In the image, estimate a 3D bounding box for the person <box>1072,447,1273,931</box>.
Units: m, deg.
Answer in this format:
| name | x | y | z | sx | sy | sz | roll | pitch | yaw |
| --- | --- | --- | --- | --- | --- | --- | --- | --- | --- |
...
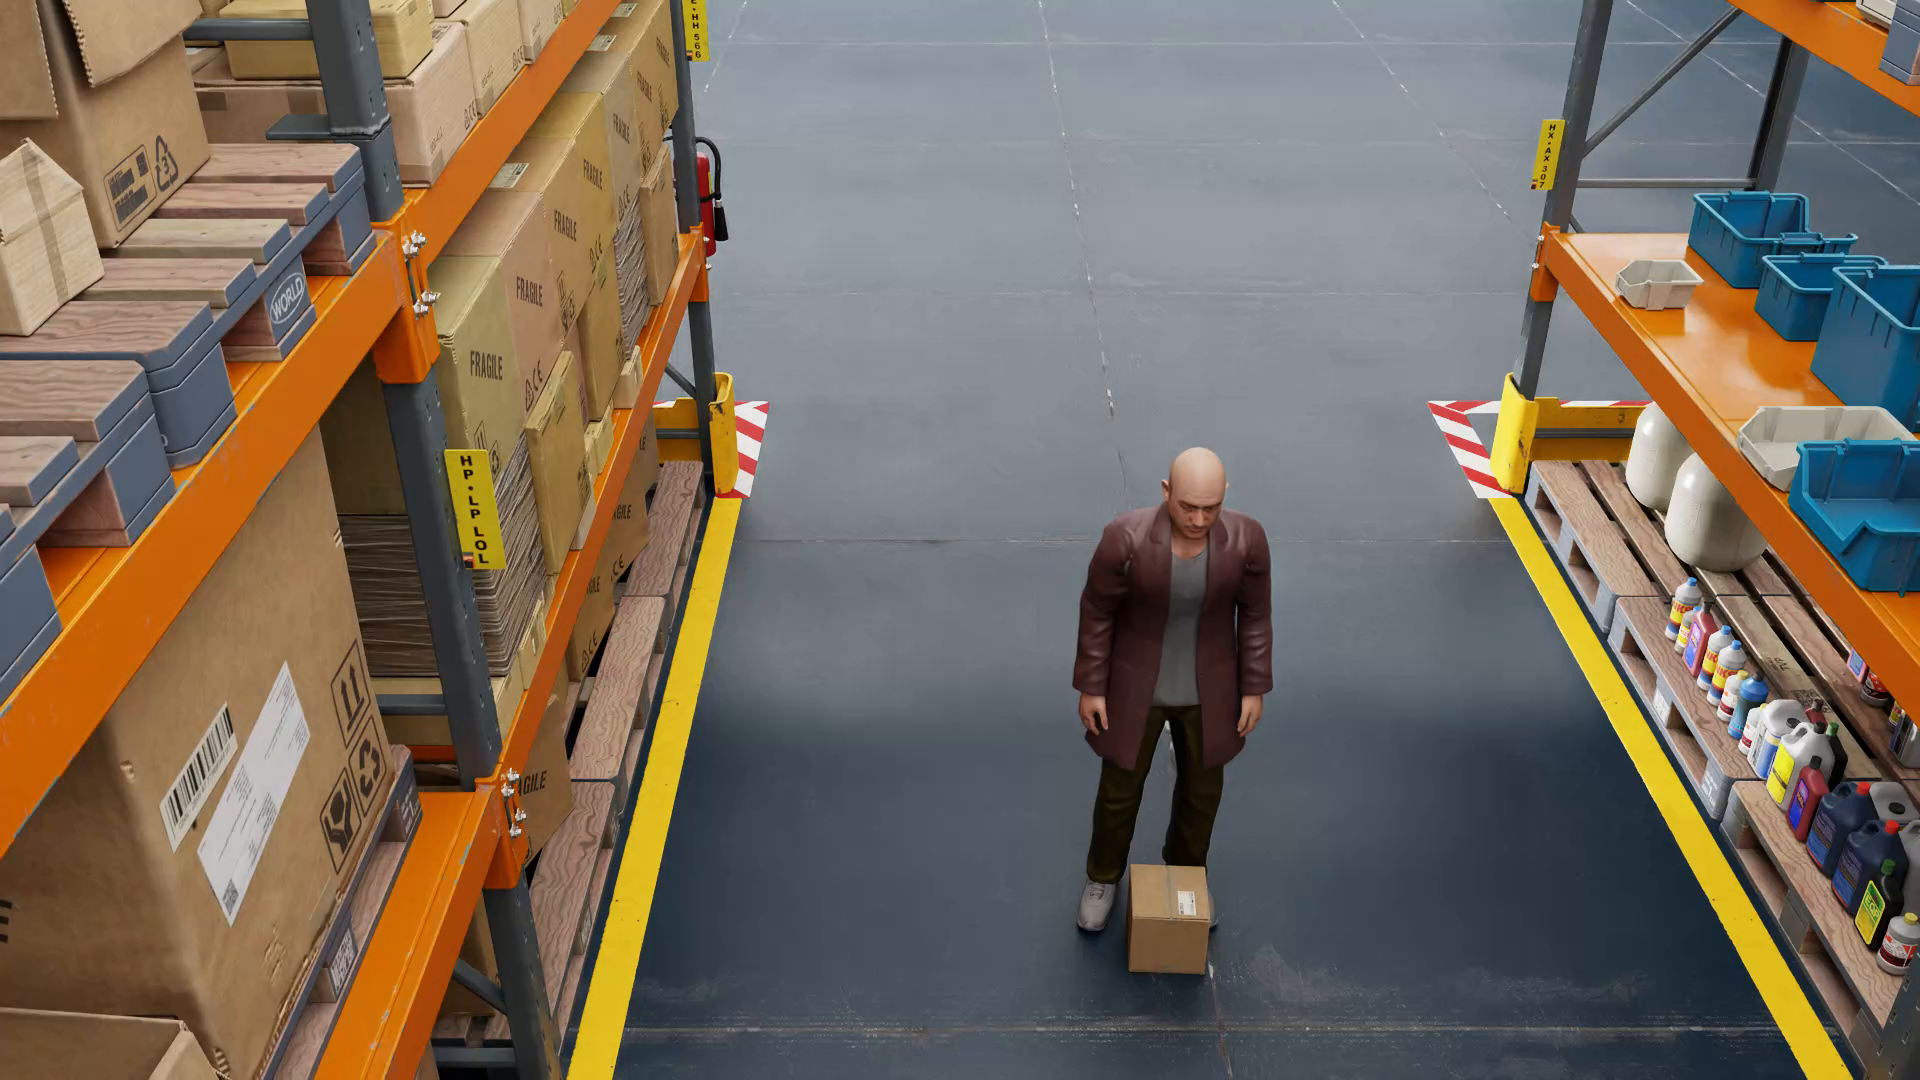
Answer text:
| name | x | y | z | sx | sy | sz | roll | pitch | yaw |
| --- | --- | --- | --- | --- | --- | --- | --- | --- | --- |
| person | 0.681 | 0.480 | 5.352 | 0.642 | 1.774 | 0.423 | 0 | 31 | 0 |
